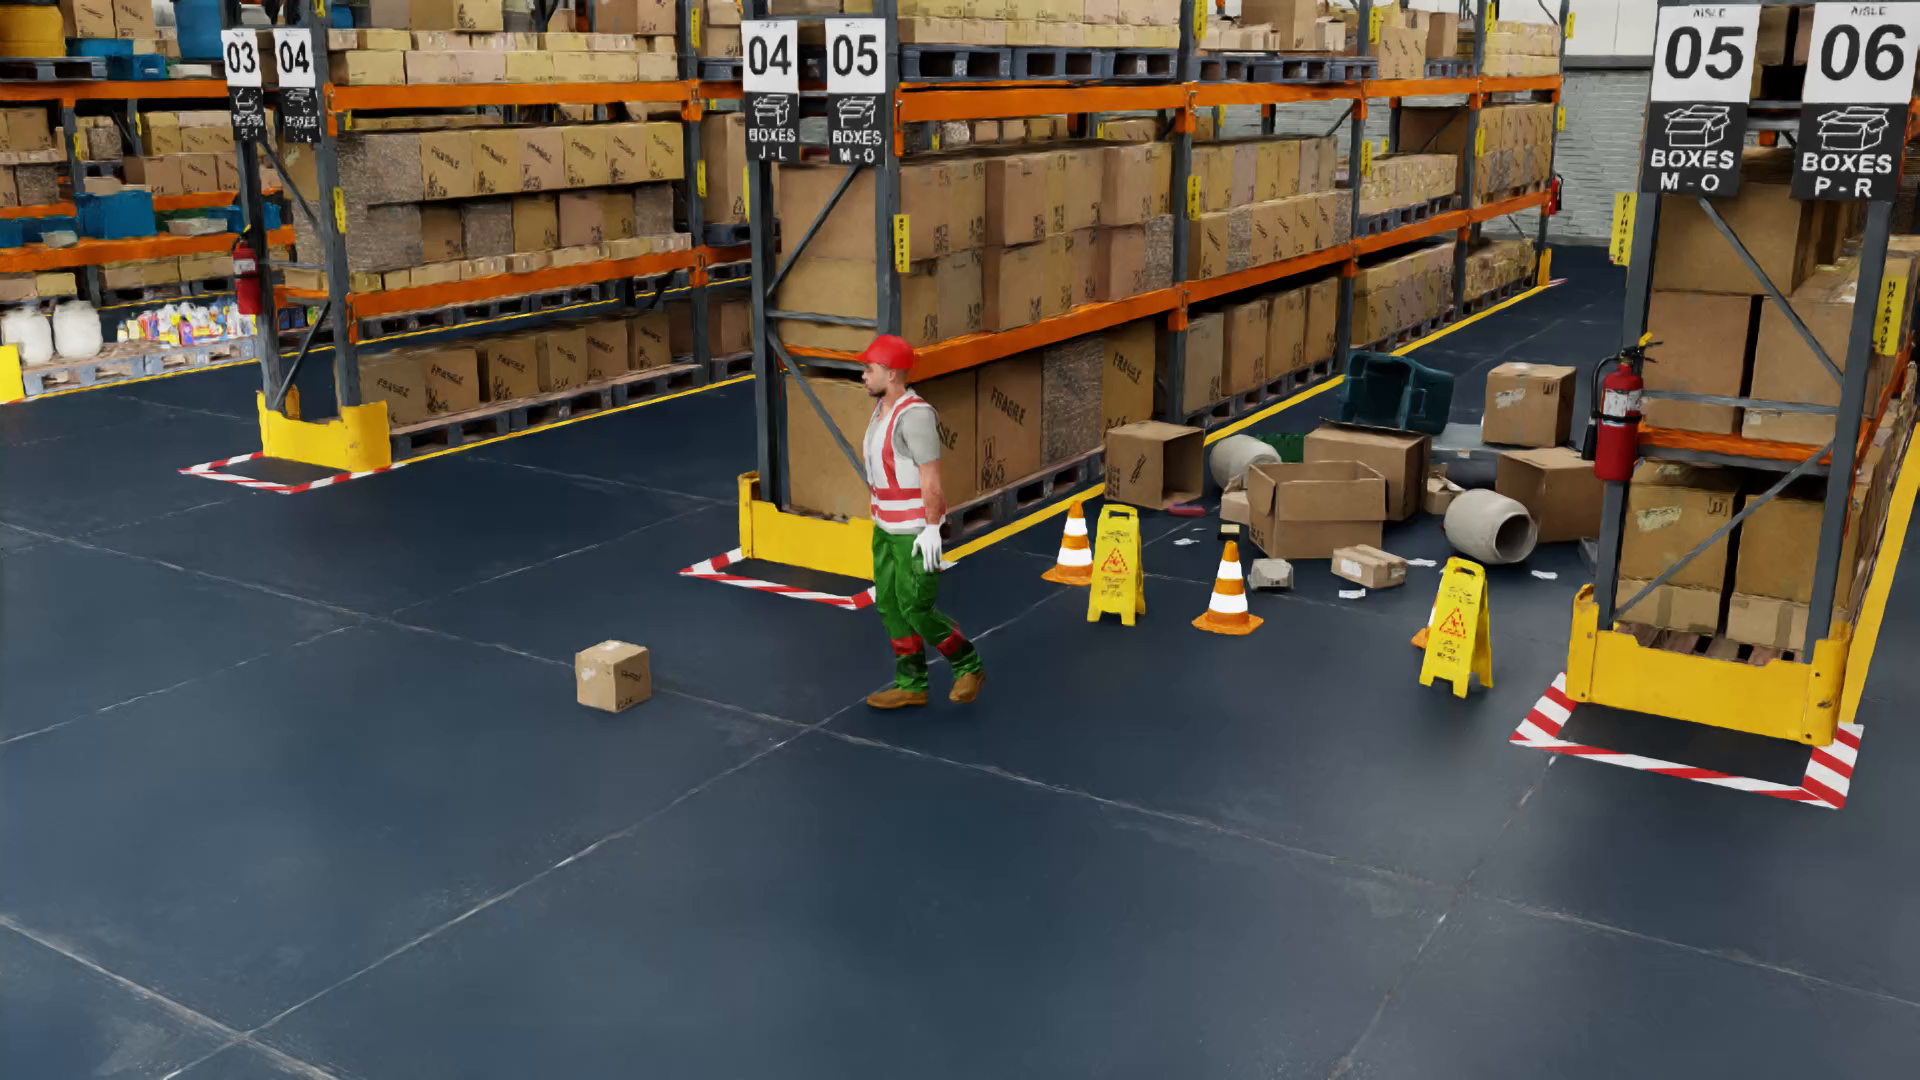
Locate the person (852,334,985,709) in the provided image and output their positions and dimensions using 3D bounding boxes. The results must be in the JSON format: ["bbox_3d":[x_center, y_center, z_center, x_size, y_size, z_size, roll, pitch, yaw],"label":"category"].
[{"bbox_3d":[-0.180,-0.070,7.737,0.573,1.780,0.587,-7,18,-24],"label":"person"}]
